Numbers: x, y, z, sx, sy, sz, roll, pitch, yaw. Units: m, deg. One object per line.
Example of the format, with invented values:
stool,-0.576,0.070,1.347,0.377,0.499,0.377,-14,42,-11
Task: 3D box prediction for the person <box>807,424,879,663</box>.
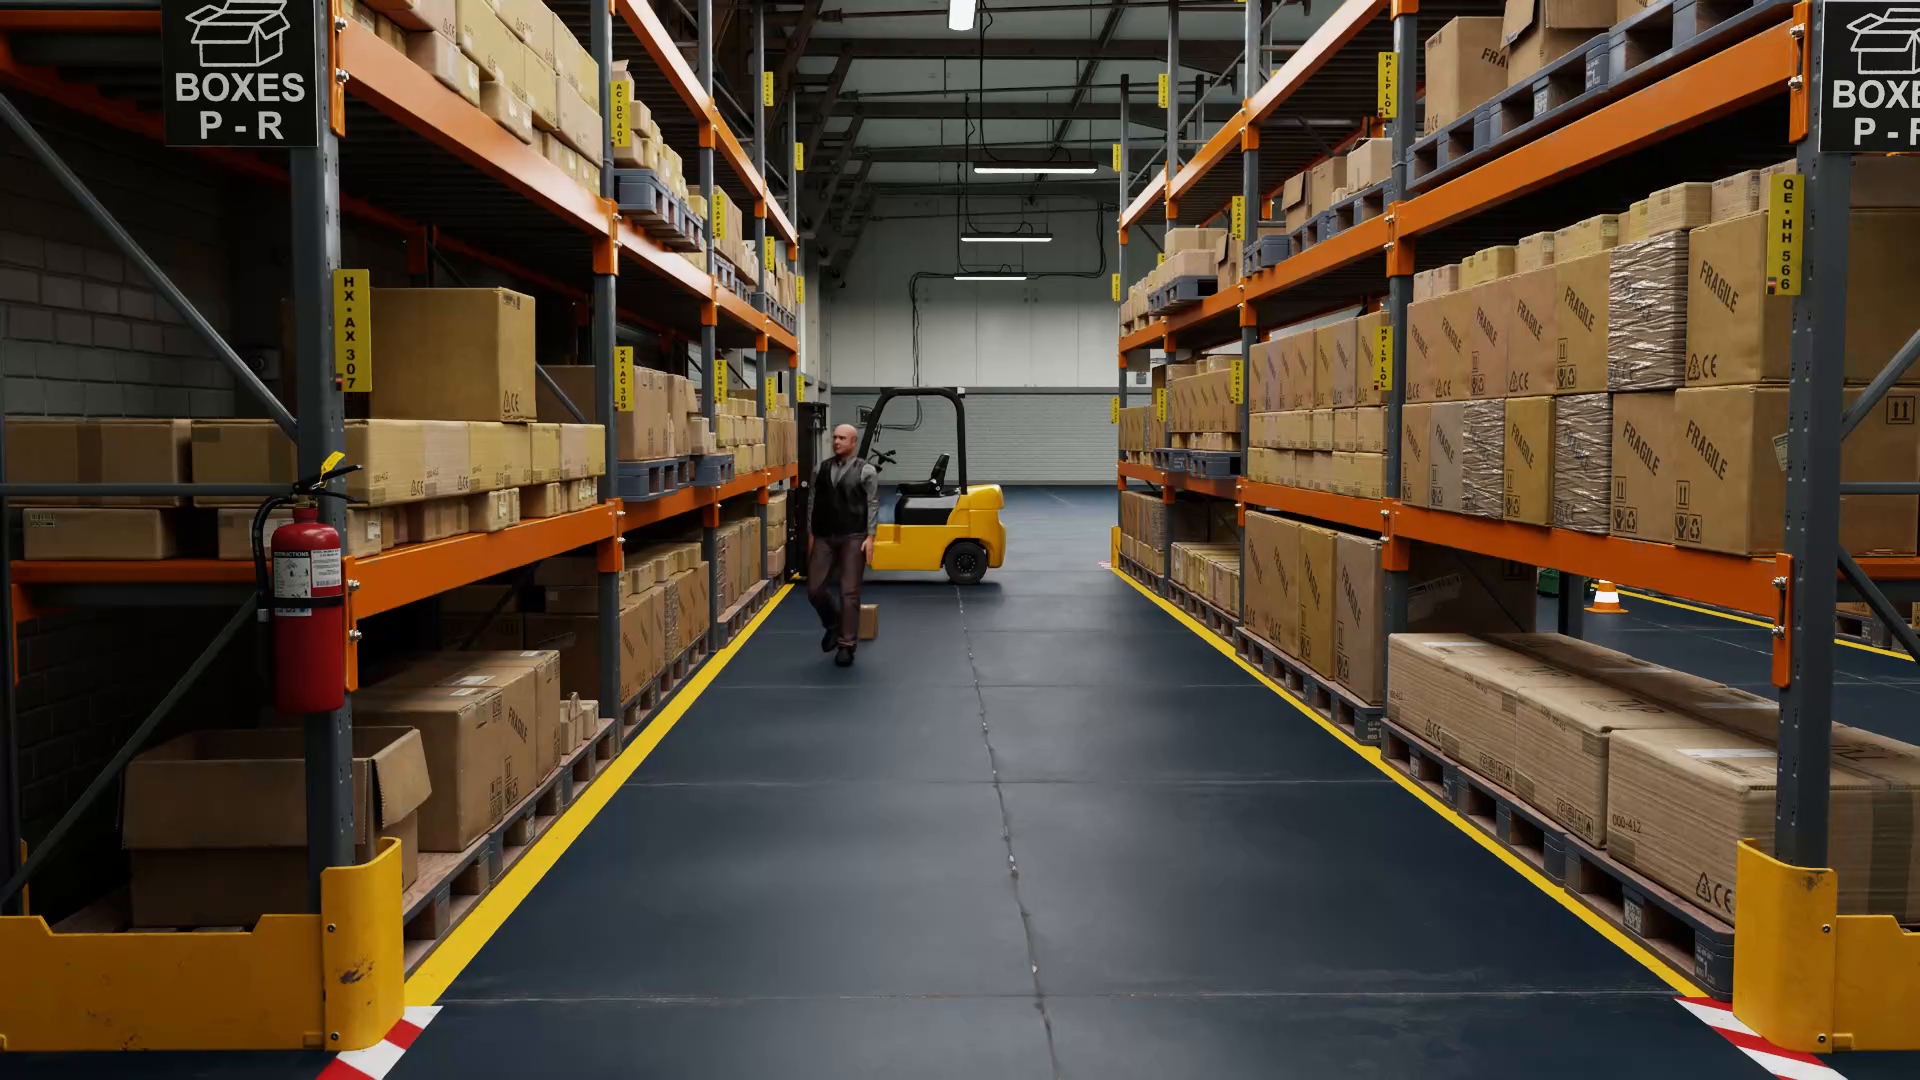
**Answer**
person,-0.877,0.013,12.104,0.554,1.709,0.662,1,4,15
